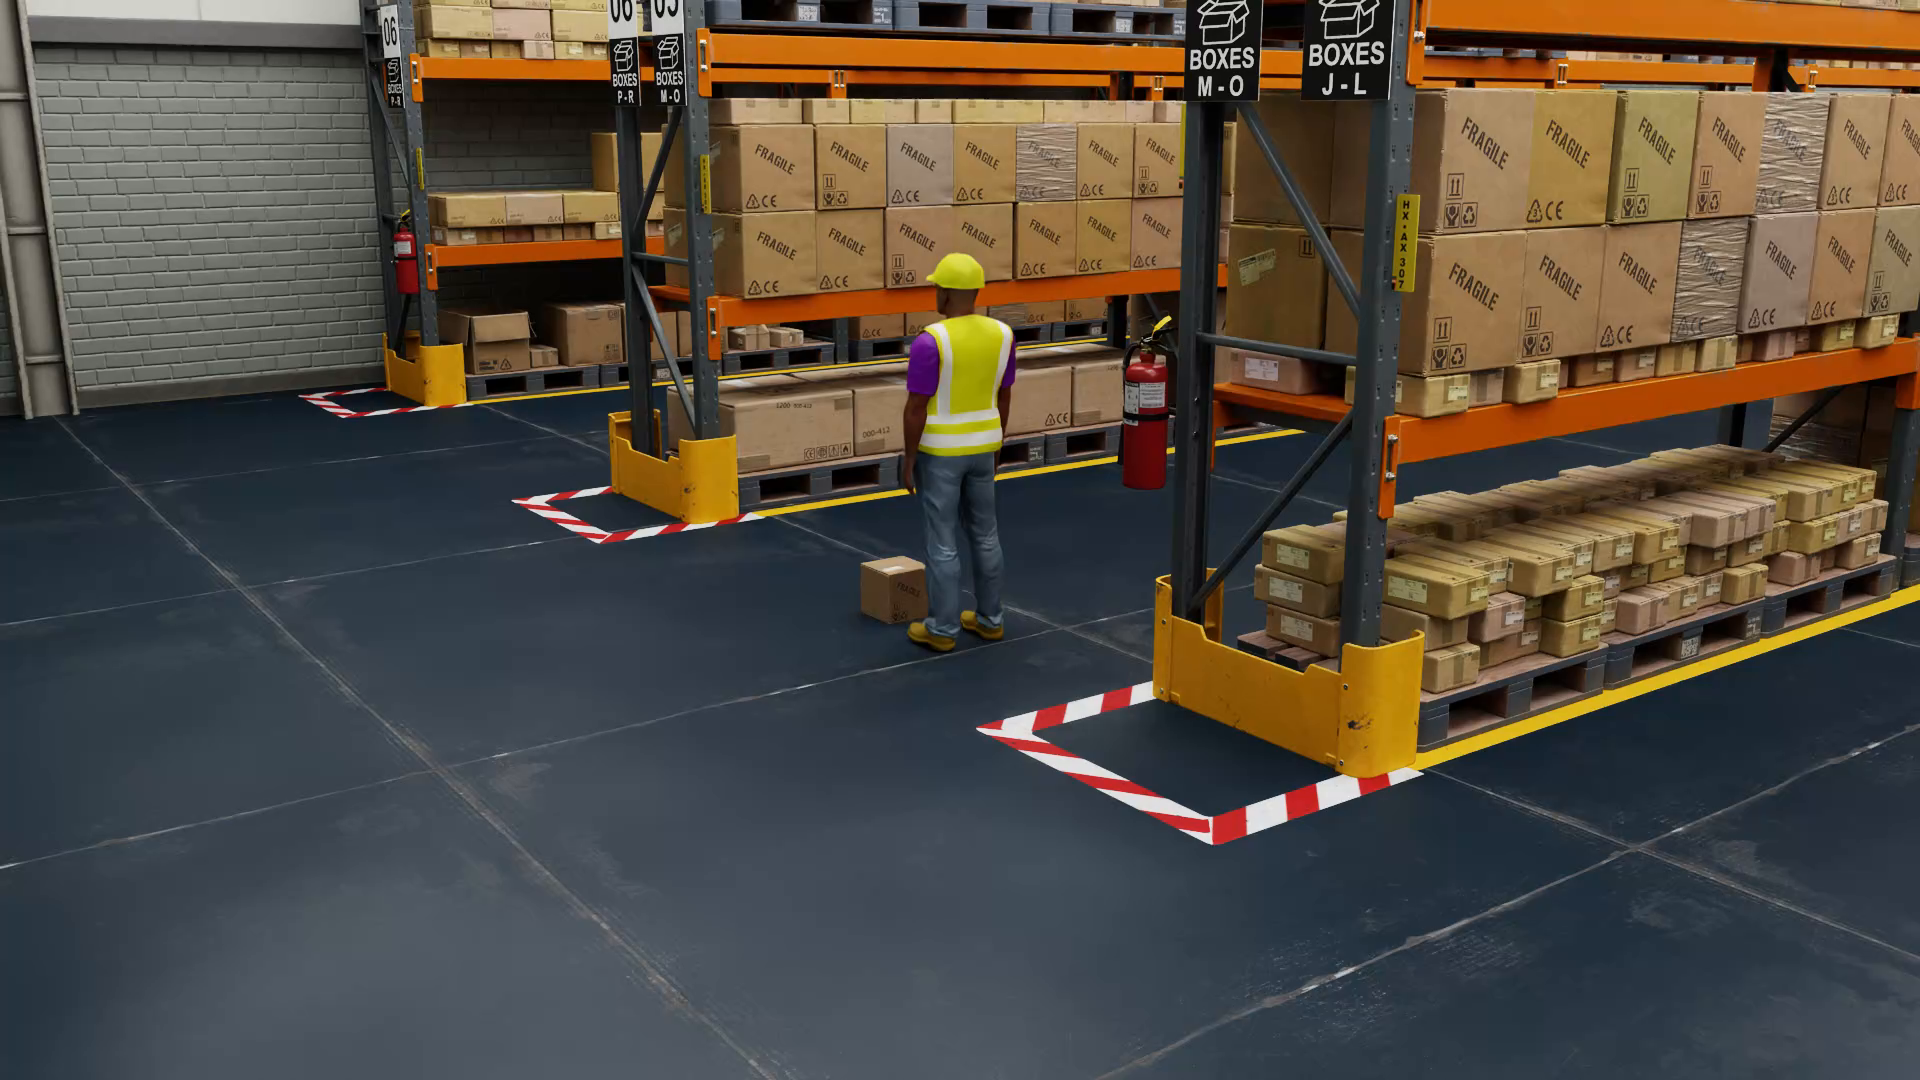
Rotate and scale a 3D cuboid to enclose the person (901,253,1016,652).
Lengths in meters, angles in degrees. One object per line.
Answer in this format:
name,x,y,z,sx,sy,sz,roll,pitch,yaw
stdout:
person,-0.025,-0.396,7.477,0.562,1.767,0.359,-10,17,-34
